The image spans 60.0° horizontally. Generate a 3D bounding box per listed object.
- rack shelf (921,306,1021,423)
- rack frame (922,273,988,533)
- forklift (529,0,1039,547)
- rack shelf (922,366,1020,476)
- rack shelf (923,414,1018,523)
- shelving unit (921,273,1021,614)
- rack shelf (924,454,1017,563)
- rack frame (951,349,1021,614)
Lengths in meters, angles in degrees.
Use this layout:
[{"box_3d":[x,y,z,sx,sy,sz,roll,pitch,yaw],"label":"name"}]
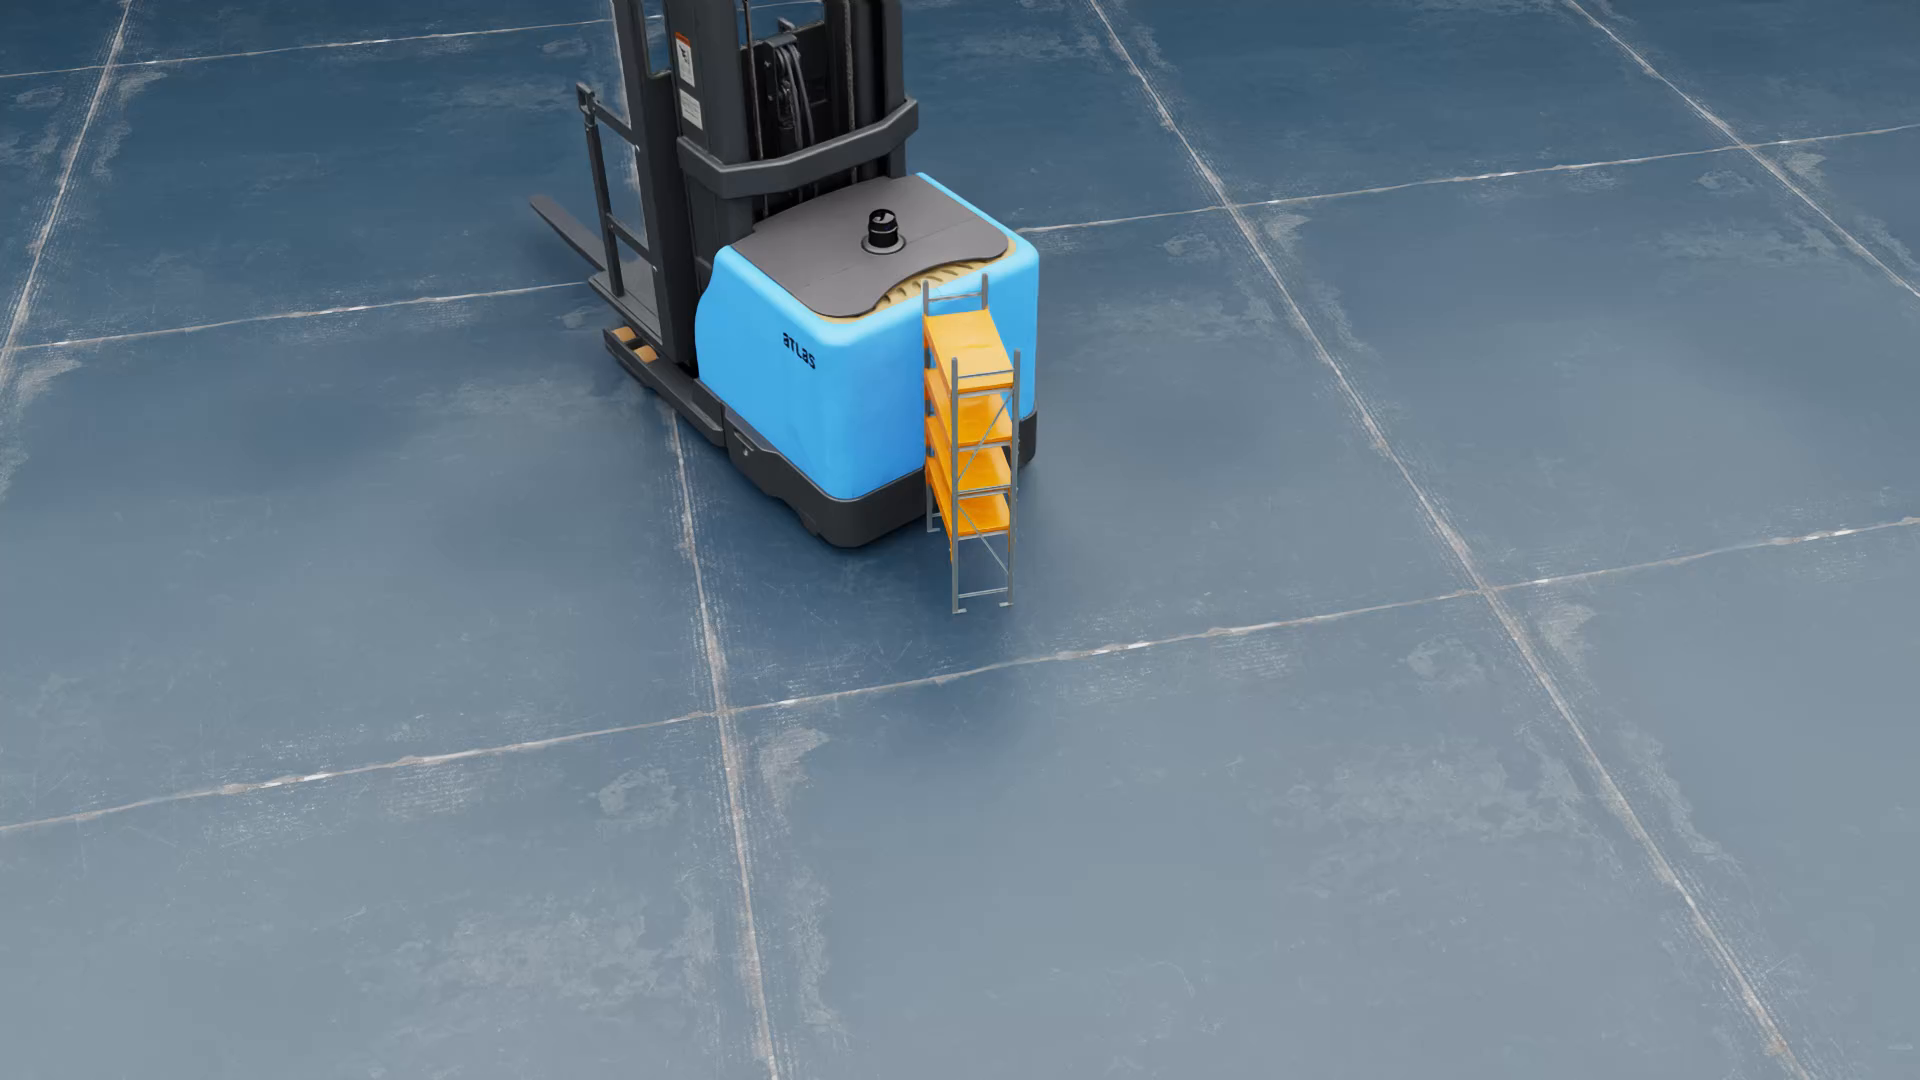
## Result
[{"box_3d":[0.036,-0.635,5.970,0.258,0.148,0.480,-8,42,-9],"label":"rack shelf"},{"box_3d":[-0.017,-0.500,6.409,0.240,1.200,0.015,-8,42,-9],"label":"rack frame"},{"box_3d":[-0.977,-1.991,6.785,1.130,2.935,3.031,-27,48,-27],"label":"forklift"},{"box_3d":[0.036,-0.458,6.127,0.258,0.148,0.480,-8,42,-9],"label":"rack shelf"},{"box_3d":[0.036,-0.291,6.275,0.258,0.148,0.480,-8,42,-9],"label":"rack shelf"},{"box_3d":[0.036,-0.341,6.231,0.258,1.200,0.503,-8,42,-9],"label":"shelving unit"},{"box_3d":[0.036,-0.143,6.407,0.258,0.148,0.480,-8,42,-9],"label":"rack shelf"},{"box_3d":[0.088,-0.183,6.053,0.240,1.200,0.015,-8,42,-9],"label":"rack frame"}]
